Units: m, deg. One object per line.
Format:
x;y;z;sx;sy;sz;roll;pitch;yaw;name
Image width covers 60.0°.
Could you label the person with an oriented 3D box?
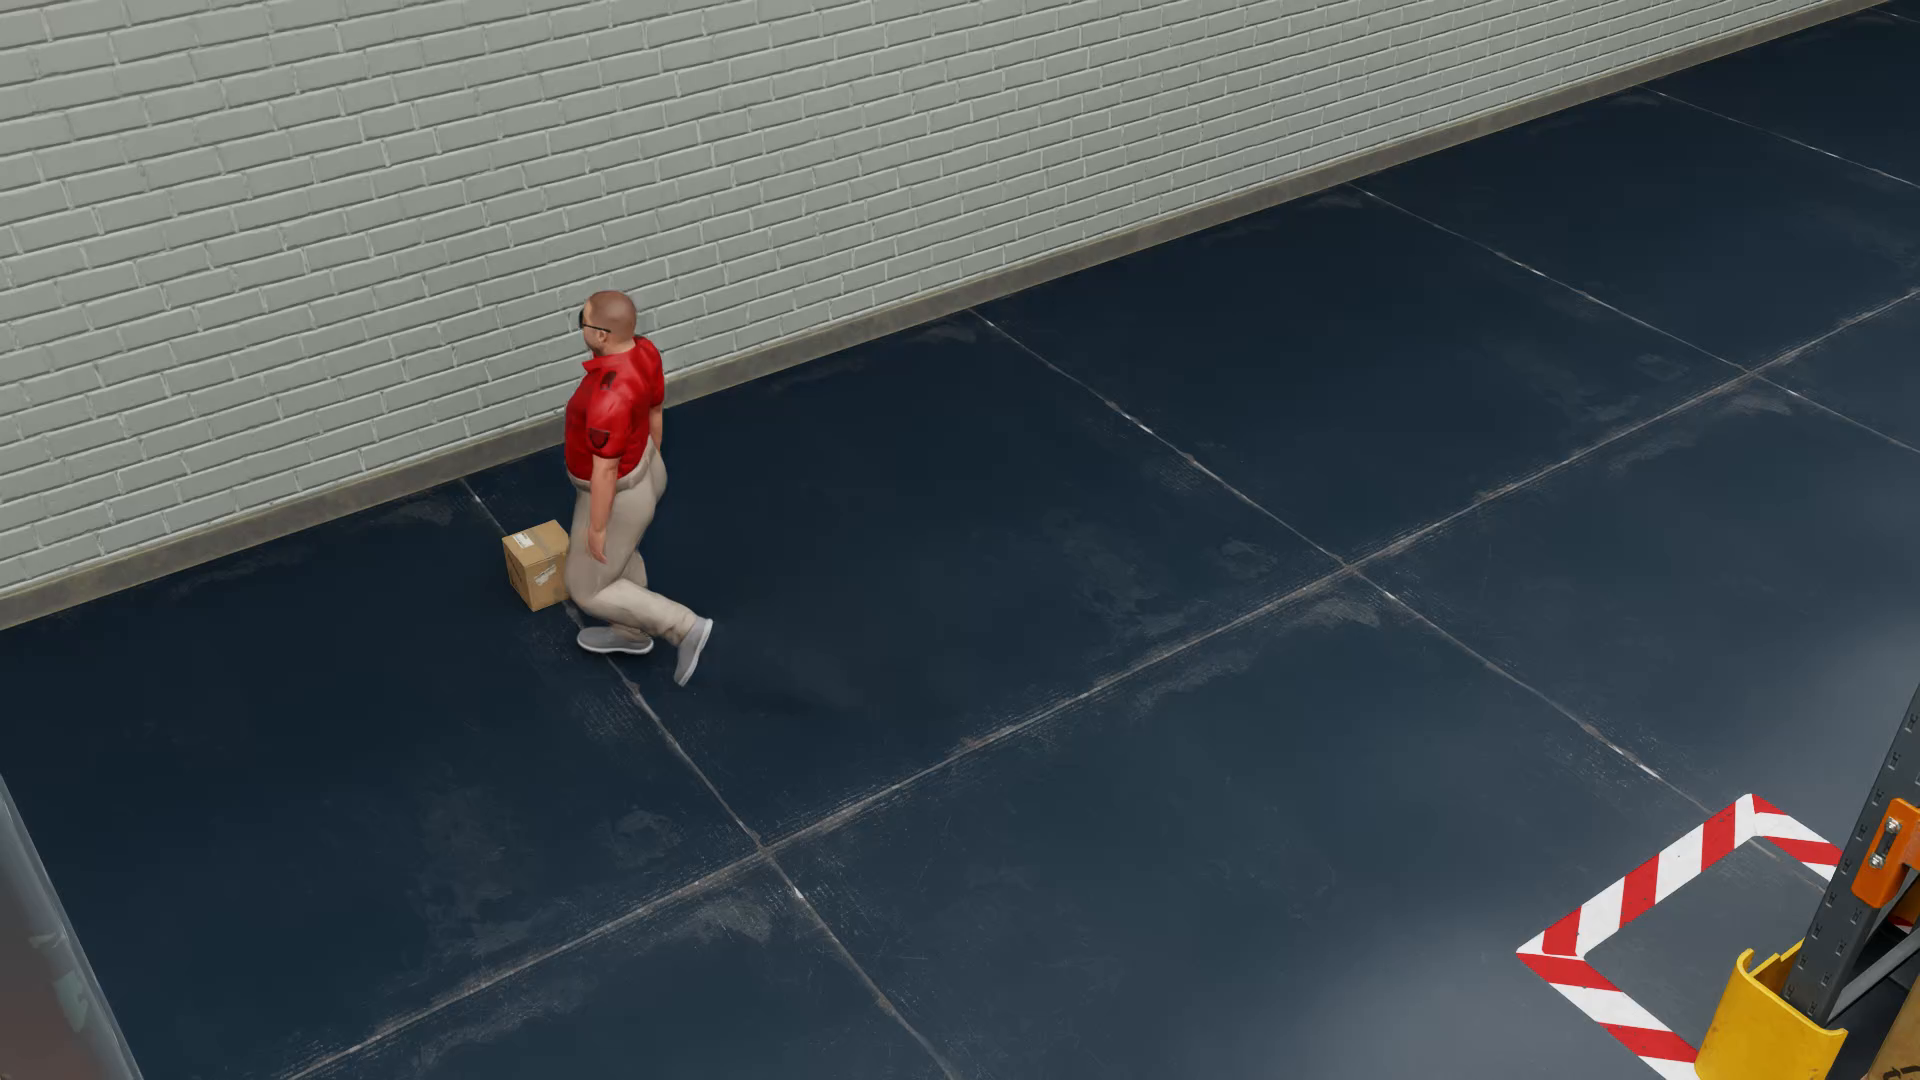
-1.289;-0.184;6.387;0.656;1.709;0.552;3;36;5;person
